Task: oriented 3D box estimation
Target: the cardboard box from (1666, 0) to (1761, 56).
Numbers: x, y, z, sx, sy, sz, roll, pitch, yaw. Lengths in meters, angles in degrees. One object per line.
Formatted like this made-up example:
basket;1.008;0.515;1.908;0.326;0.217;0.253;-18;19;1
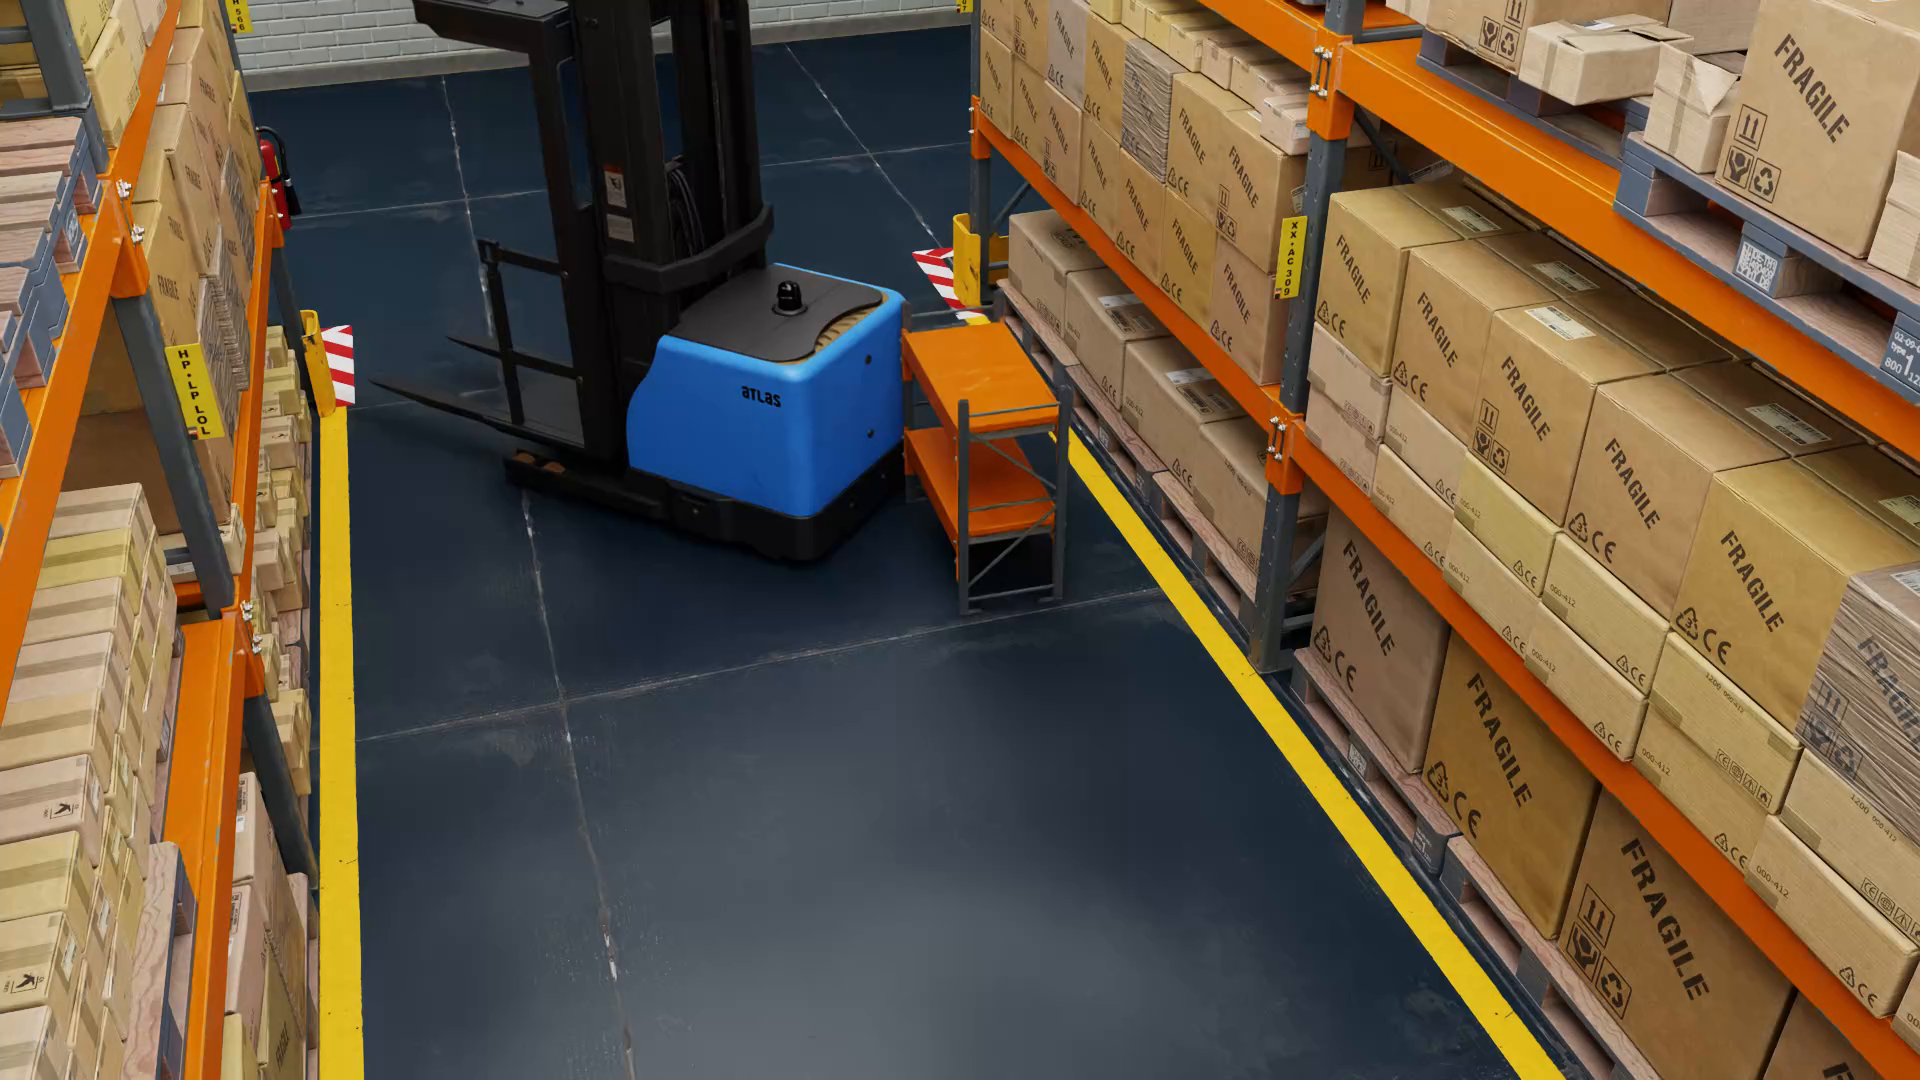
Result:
cardboard box;2.246;-1.727;5.122;0.500;0.311;0.500;-10;35;-15

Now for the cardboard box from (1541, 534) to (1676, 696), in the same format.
cardboard box;2.113;0.171;4.953;0.500;0.250;0.500;-11;35;-16

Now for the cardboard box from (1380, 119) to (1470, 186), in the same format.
cardboard box;1.862;-1.515;6.823;0.500;0.500;0.500;-10;35;-14

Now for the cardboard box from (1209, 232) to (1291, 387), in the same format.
cardboard box;1.392;-1.007;6.963;0.500;0.500;0.500;-10;35;-14

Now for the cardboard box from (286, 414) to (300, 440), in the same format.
cardboard box;-3.533;-0.588;8.354;0.380;0.149;0.250;-11;35;-17

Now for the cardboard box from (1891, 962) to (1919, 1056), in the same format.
cardboard box;2.596;1.176;3.886;0.500;0.250;0.500;-11;35;-16

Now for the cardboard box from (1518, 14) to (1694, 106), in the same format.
cardboard box;1.830;-1.371;4.714;0.380;0.166;0.250;-12;35;-18

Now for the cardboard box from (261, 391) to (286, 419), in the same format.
cardboard box;-3.483;-0.575;8.065;0.380;0.149;0.250;-11;35;-17

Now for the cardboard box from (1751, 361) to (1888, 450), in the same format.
cardboard box;2.625;-0.222;4.868;0.500;0.500;0.500;-9;35;-14

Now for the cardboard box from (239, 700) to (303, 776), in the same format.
cardboard box;-2.712;0.767;6.304;0.380;0.149;0.250;-8;34;-13

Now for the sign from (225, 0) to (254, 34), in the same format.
sign;-3.592;-2.677;8.244;0.100;0.325;0.005;-10;35;-15

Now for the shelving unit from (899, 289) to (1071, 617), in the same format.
shelving unit;0.099;-0.429;7.879;0.538;1.125;1.048;-9;34;-13

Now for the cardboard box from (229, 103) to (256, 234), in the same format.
cardboard box;-3.592;-1.681;7.713;0.500;0.500;0.500;-11;35;-16

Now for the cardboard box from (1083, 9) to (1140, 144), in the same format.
cardboard box;0.914;-2.223;7.896;0.500;0.500;0.500;-10;35;-15

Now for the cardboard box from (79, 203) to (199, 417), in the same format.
cardboard box;-2.812;-0.740;5.382;0.500;0.500;0.500;-9;35;-14

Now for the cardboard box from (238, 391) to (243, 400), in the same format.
cardboard box;-3.129;-0.662;6.758;0.380;0.149;0.250;-9;34;-13

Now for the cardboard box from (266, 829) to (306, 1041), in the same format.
cardboard box;-2.441;1.334;5.396;0.500;0.500;0.500;-11;35;-16

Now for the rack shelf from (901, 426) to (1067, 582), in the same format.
rack shelf;0.099;-0.225;8.014;0.538;0.278;1.000;-9;34;-13

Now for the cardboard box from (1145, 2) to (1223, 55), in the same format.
cardboard box;1.050;-2.284;7.400;0.380;0.149;0.250;-11;35;-16

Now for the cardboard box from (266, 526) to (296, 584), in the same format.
cardboard box;-3.141;0.093;7.323;0.380;0.149;0.250;-10;35;-15

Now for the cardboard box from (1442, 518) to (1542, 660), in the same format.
cardboard box;1.960;0.116;5.489;0.500;0.250;0.500;-10;35;-15

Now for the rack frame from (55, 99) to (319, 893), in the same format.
rack frame;-2.906;0.121;5.347;1.000;3.000;0.127;-10;35;-15

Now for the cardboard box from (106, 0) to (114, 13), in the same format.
cardboard box;-2.972;-1.832;5.264;0.500;0.250;0.500;-10;35;-15

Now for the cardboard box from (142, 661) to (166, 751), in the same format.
cardboard box;-2.443;0.493;4.630;0.380;0.149;0.250;-10;35;-15

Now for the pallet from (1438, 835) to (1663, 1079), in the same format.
pallet;2.460;1.433;5.891;1.003;0.211;1.213;-10;35;-15

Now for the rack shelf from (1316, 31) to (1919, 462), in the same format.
rack shelf;2.387;-0.666;4.469;1.077;0.370;4.000;-10;35;-15

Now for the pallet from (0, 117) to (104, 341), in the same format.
pallet;-2.819;-0.710;4.054;1.213;0.211;1.003;-10;35;-15

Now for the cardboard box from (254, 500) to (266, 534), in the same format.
cardboard box;-3.228;-0.018;7.222;0.380;0.149;0.250;-11;35;-17

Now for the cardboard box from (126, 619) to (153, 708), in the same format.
cardboard box;-2.442;0.371;4.545;0.380;0.149;0.250;-9;34;-13

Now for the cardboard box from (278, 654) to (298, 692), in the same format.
cardboard box;-2.918;0.628;6.784;0.380;0.149;0.250;-10;35;-15

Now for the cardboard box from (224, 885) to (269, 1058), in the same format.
cardboard box;-2.294;1.296;4.774;0.500;0.250;0.500;-8;34;-12

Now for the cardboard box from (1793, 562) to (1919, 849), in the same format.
cardboard box;2.426;0.381;3.955;0.500;0.500;0.500;-9;35;-14

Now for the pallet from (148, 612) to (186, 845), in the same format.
pallet;-2.812;0.626;4.755;1.003;0.211;1.213;-10;35;-15

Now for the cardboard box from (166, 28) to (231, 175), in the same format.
cardboard box;-3.428;-1.827;7.026;0.500;0.500;0.500;-8;34;-12

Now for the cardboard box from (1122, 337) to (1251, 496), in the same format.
cardboard box;1.414;-0.689;8.515;0.875;0.438;0.875;-11;35;-16

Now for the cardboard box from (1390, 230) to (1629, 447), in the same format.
cardboard box;1.819;-0.682;5.564;0.500;0.500;0.500;-10;35;-15

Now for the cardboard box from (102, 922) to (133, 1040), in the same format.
cardboard box;-2.115;1.049;3.789;0.380;0.149;0.250;-11;35;-16

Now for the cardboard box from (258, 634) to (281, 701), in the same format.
cardboard box;-2.842;0.516;6.413;0.380;0.149;0.250;-8;34;-12

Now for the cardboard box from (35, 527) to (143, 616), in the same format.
cardboard box;-2.515;0.121;4.654;0.380;0.149;0.250;-11;35;-16

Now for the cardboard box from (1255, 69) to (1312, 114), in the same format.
cardboard box;1.403;-1.759;6.606;0.380;0.149;0.250;-9;35;-14

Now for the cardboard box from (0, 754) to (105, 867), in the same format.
cardboard box;-2.201;0.664;3.831;0.380;0.149;0.250;-12;35;-17

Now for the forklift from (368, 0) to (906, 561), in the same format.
forklift;-1.790;-1.695;8.156;3.031;2.935;1.130;17;37;23

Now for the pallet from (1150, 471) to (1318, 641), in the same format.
pallet;1.620;-0.014;8.080;1.003;0.211;1.213;-10;35;-15

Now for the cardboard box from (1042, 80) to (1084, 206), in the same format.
cardboard box;0.749;-2.075;8.579;0.500;0.500;0.500;-10;35;-15

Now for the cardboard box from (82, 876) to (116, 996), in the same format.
cardboard box;-2.123;0.922;3.711;0.380;0.149;0.250;-9;34;-13

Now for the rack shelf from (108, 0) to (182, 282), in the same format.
rack shelf;-3.516;-1.881;6.307;1.077;0.370;4.000;-10;35;-15

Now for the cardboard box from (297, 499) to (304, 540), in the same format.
cardboard box;-3.304;-0.055;7.818;0.380;0.149;0.250;-9;35;-14

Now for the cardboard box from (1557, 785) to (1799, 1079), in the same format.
cardboard box;2.598;1.201;5.258;0.875;0.875;0.875;-10;35;-14

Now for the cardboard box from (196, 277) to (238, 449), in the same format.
cardboard box;-2.975;-0.606;6.086;0.500;0.500;0.500;-10;35;-15

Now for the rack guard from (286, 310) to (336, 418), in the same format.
rack guard;-4.103;-0.897;9.154;1.175;0.500;0.348;-10;35;-15
